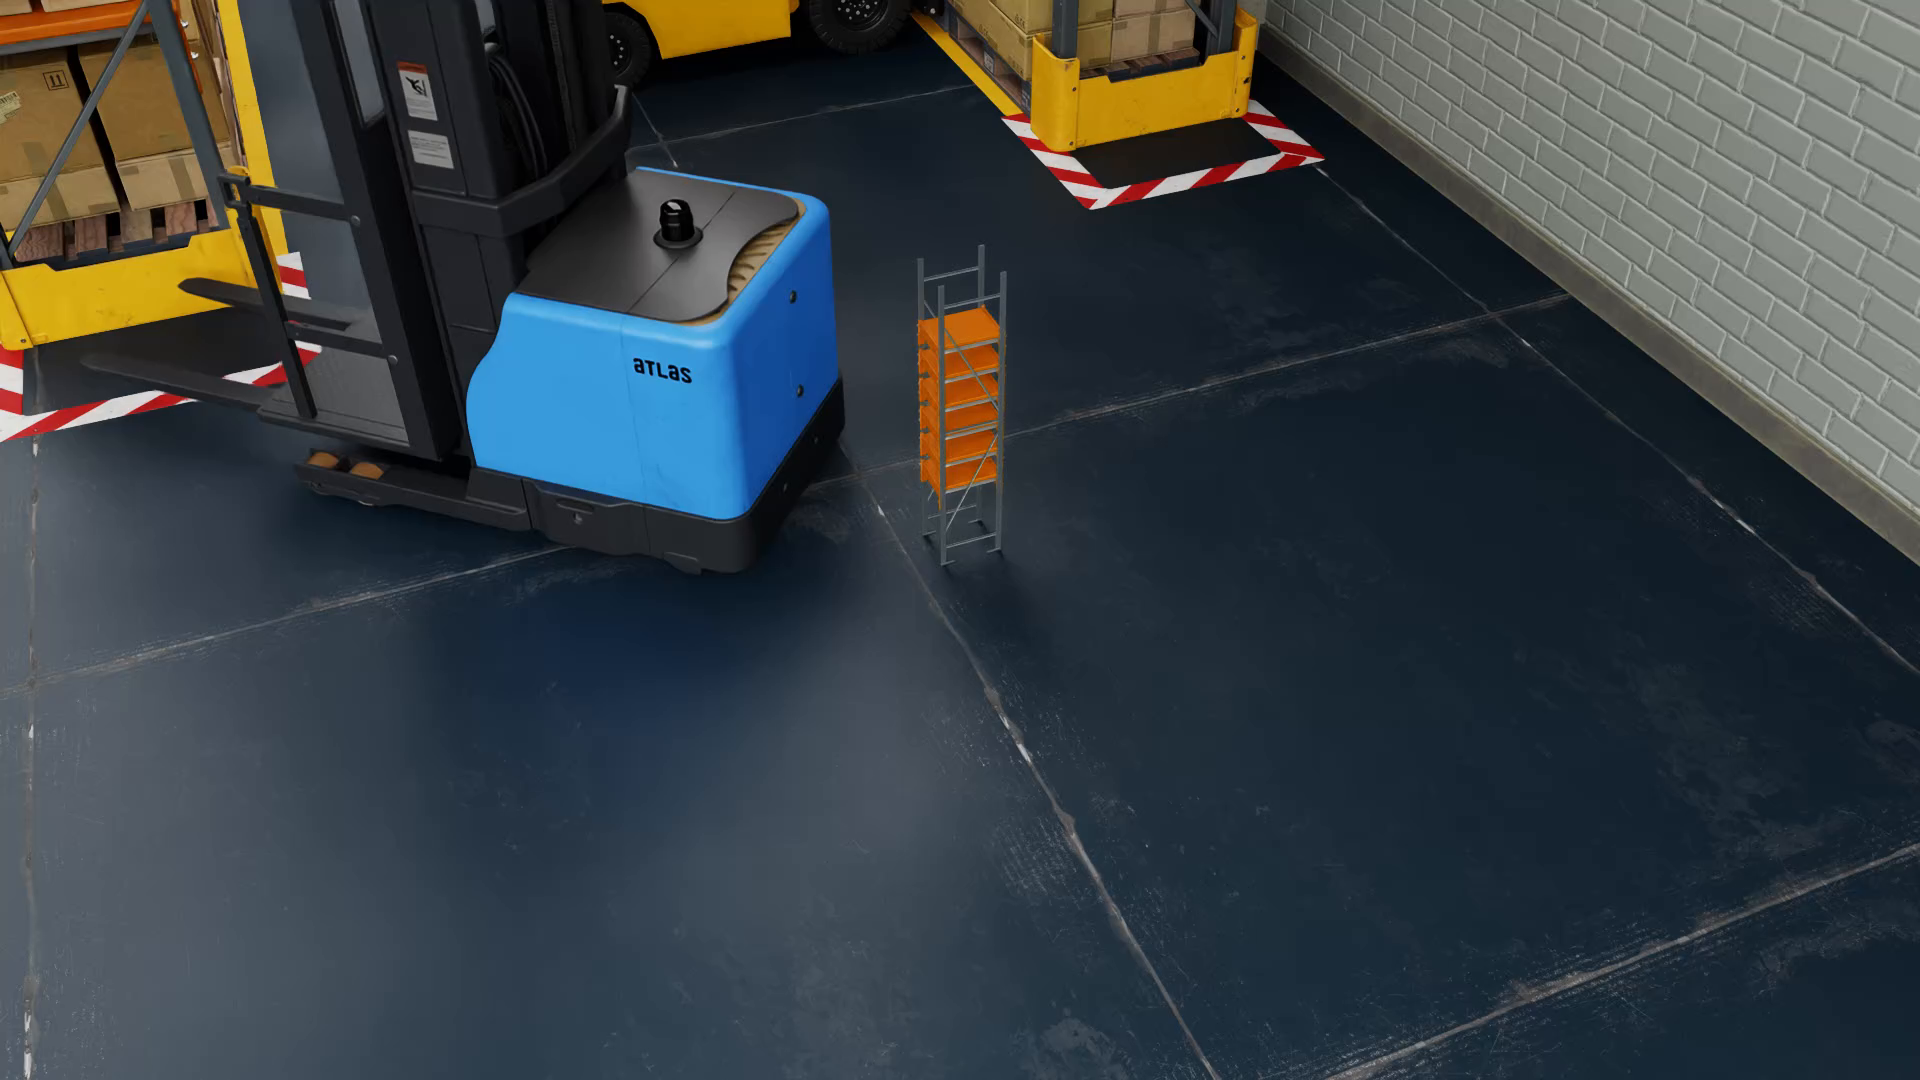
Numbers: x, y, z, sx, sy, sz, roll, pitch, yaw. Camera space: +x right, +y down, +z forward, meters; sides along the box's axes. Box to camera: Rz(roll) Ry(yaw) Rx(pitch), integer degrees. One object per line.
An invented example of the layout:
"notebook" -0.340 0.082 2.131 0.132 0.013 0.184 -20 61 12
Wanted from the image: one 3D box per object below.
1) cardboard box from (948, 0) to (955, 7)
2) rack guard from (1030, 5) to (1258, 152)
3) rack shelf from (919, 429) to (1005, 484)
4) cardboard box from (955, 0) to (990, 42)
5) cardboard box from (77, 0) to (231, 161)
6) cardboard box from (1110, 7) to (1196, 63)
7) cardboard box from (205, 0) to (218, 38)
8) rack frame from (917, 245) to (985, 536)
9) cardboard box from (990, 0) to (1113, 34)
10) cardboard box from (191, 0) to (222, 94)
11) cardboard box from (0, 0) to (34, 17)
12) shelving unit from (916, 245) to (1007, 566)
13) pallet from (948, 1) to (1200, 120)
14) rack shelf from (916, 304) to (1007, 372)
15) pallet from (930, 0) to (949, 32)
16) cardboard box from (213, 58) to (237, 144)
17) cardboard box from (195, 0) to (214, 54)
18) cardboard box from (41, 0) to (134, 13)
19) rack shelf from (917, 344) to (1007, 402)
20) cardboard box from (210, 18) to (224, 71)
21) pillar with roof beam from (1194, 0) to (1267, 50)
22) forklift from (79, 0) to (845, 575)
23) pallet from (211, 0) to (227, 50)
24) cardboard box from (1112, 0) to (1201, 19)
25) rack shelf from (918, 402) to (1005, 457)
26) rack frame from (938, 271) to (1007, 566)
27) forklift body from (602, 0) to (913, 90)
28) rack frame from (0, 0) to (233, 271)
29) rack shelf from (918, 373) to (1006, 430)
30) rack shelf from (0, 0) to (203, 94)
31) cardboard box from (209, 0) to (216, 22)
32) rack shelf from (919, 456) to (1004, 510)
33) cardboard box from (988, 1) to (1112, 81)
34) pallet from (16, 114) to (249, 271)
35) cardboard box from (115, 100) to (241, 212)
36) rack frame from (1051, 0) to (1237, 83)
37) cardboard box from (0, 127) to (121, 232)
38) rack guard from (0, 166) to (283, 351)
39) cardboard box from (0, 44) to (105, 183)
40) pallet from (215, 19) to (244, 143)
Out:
"cardboard box" 0.111 -3.315 9.591 0.500 0.250 0.500 -15 43 -16
"rack guard" 0.957 -2.426 8.688 1.175 0.500 0.348 -15 43 -17
"rack shelf" 0.006 -0.322 5.956 0.258 0.103 0.180 -15 43 -17
"cardboard box" 0.294 -3.011 9.238 0.500 0.250 0.500 -15 43 -17
"cardboard box" -3.700 -2.118 7.624 0.500 0.500 0.500 -16 43 -18
"cardboard box" 0.940 -2.850 9.050 0.500 0.250 0.500 -15 43 -17
"cardboard box" -4.290 -2.759 8.945 0.500 0.250 0.500 -14 43 -16
"rack frame" -0.029 -0.501 5.913 0.240 1.200 0.006 -15 43 -17
"cardboard box" 0.473 -2.910 8.737 0.500 0.250 0.500 -16 43 -17
"cardboard box" -3.904 -2.432 7.989 0.500 0.500 0.500 -17 43 -18
"cardboard box" -3.978 -2.225 6.729 0.380 0.149 0.250 -14 43 -15
"shelving unit" 0.006 -0.446 5.849 0.258 1.200 0.189 -15 43 -17
"pallet" 0.616 -2.782 9.323 1.003 0.211 1.213 -15 43 -17
"rack shelf" 0.006 -0.685 5.643 0.258 0.103 0.180 -15 43 -17
"pallet" 0.153 -3.515 10.176 1.003 0.211 1.213 -15 43 -17
"cardboard box" -3.878 -2.129 8.212 0.500 0.250 0.500 -14 43 -15
"cardboard box" -4.088 -2.736 8.343 0.500 0.500 0.500 -14 43 -16
"cardboard box" -3.576 -2.309 6.827 0.380 0.149 0.250 -15 43 -17
"rack shelf" 0.006 -0.594 5.721 0.258 0.103 0.180 -15 43 -17
"cardboard box" -4.099 -2.455 8.591 0.500 0.250 0.500 -12 42 -14
"pillar with roof beam" -2.463 -5.234 5.434 9.100 9.000 0.400 -15 43 -17
"forklift" -2.036 -1.556 5.812 3.031 2.935 1.130 12 42 14
"pallet" -4.878 -3.105 9.698 1.003 0.211 1.213 -15 43 -17
"cardboard box" 0.960 -3.030 8.876 0.500 0.250 0.500 -14 43 -16
"rack shelf" 0.006 -0.413 5.878 0.258 0.103 0.180 -15 43 -17
"rack frame" 0.041 -0.391 5.785 0.240 1.200 0.006 -15 43 -17
"forklift body" -1.463 -3.754 8.966 2.313 2.155 1.214 -15 43 -17
"rack frame" -3.637 -2.148 6.447 1.000 3.000 0.127 -15 43 -17
"rack shelf" 0.006 -0.504 5.799 0.258 0.103 0.180 -15 43 -17
"rack shelf" -4.402 -3.080 8.083 1.077 0.370 4.000 -15 43 -17
"cardboard box" -4.480 -3.067 9.303 0.500 0.250 0.500 -16 43 -18
"rack shelf" 0.006 -0.231 6.034 0.258 0.103 0.180 -15 43 -17
"cardboard box" 0.476 -2.709 8.887 0.500 0.250 0.500 -15 43 -17
"pallet" -3.944 -1.635 7.989 1.003 0.211 1.213 -15 43 -17
"cardboard box" -3.690 -1.820 7.852 0.500 0.250 0.500 -15 43 -17
"rack frame" 0.948 -3.389 7.890 1.000 3.000 0.127 -15 43 -17
"cardboard box" -4.204 -1.699 7.712 0.500 0.250 0.500 -15 43 -17
"rack guard" -3.666 -1.246 7.316 1.175 0.500 0.348 -15 43 -17
"cardboard box" -4.184 -1.967 7.448 0.500 0.500 0.500 -15 43 -17
"pallet" -4.407 -2.368 8.842 1.003 0.211 1.213 -15 43 -17
